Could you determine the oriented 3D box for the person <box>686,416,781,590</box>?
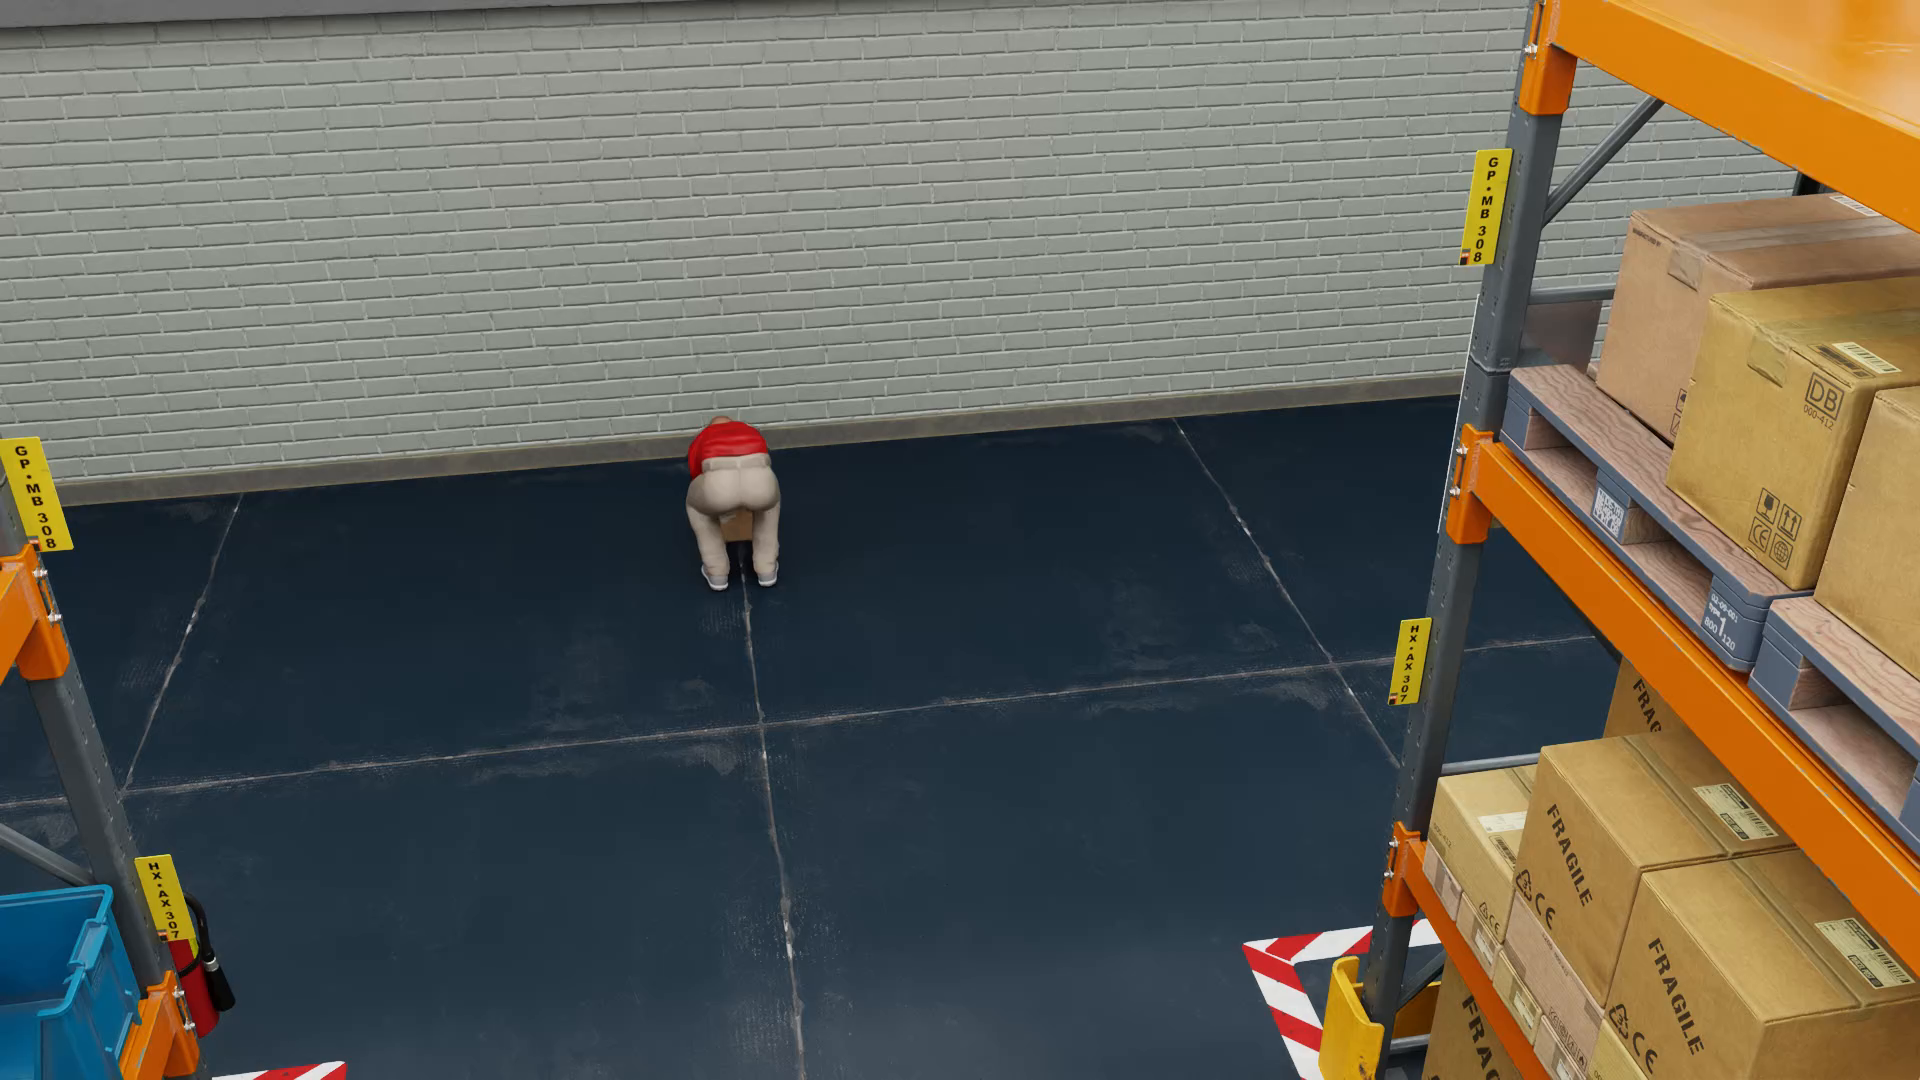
[{"bbox_3d":[-1.287,-0.262,9.422,0.542,0.894,0.956,-7,31,-11],"label":"person"}]
